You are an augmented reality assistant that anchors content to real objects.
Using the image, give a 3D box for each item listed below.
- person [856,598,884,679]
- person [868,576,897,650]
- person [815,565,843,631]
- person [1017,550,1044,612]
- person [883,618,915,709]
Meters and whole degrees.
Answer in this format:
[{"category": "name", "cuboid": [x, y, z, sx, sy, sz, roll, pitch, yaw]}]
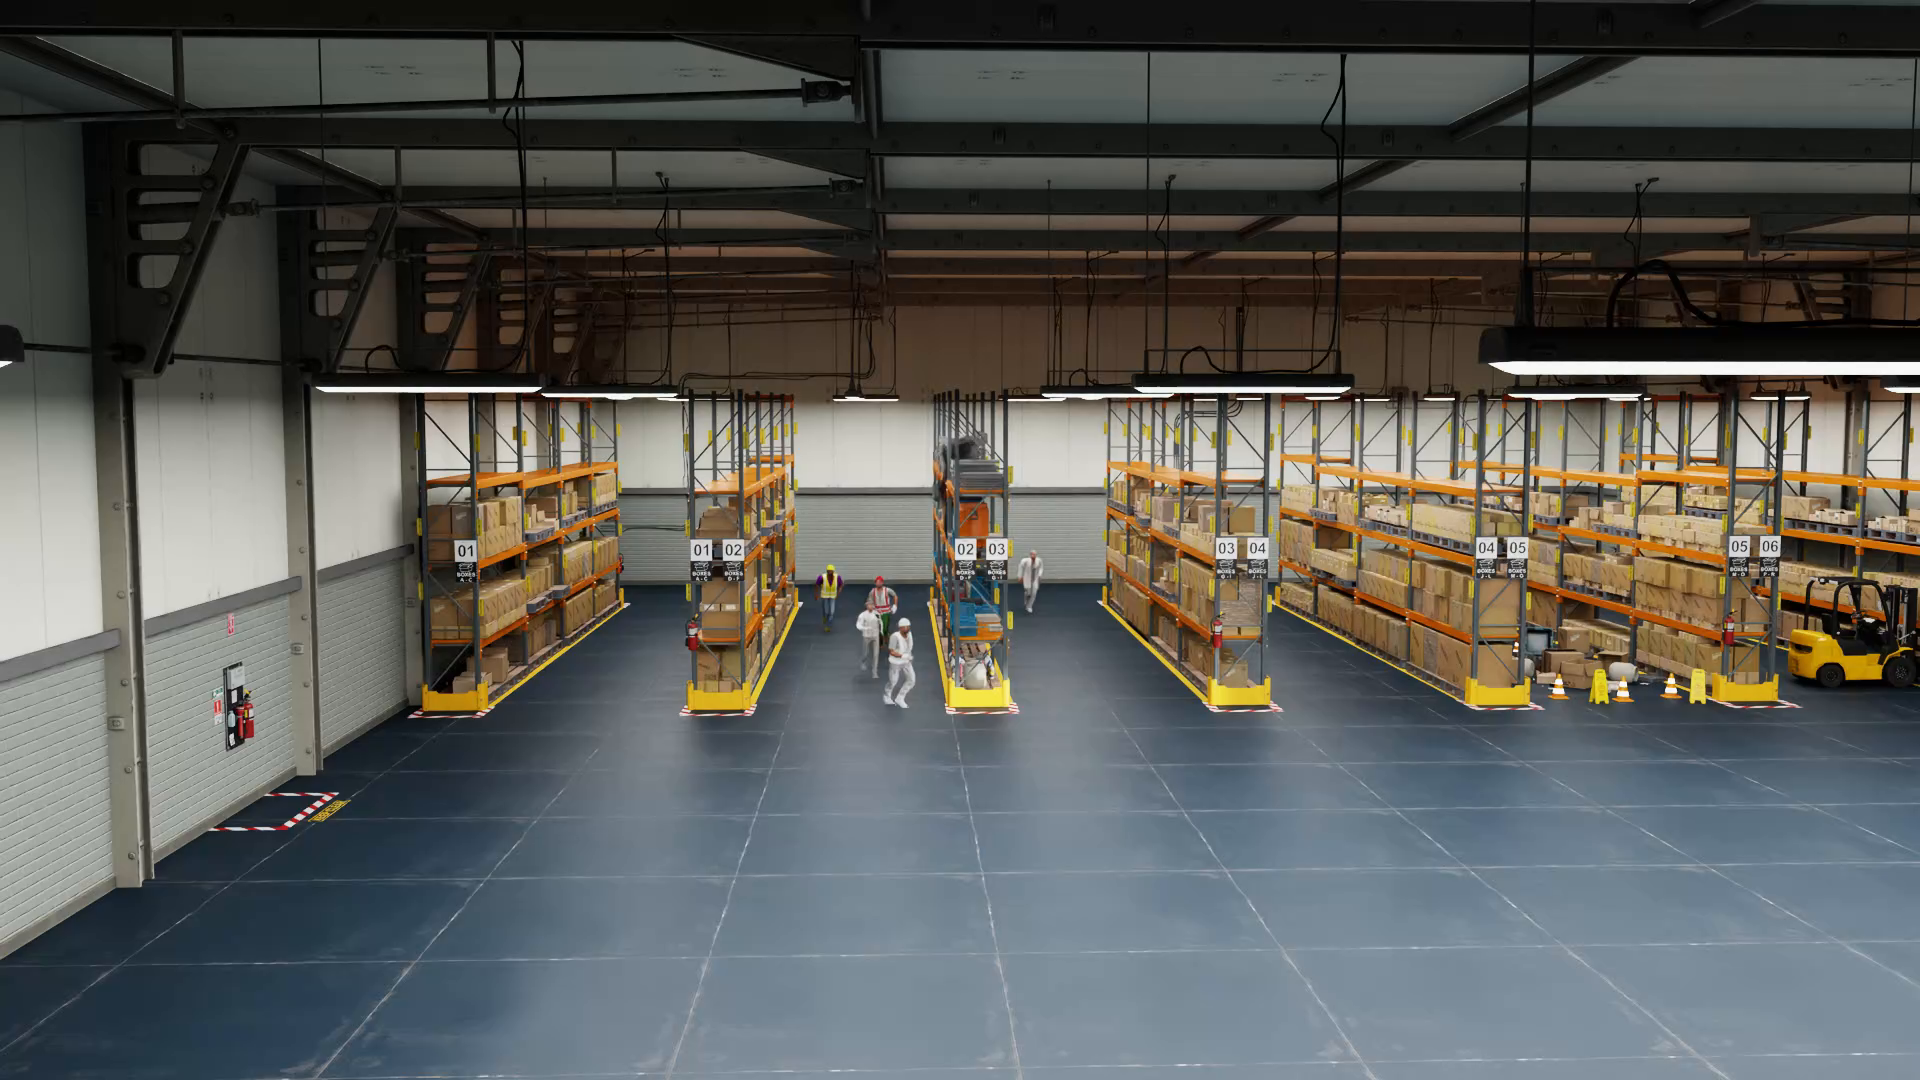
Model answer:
[{"category": "person", "cuboid": [-1.873, 2.036, 34.868, 0.619, 1.666, 0.870, -1, 5, -17]}, {"category": "person", "cuboid": [-1.820, 1.706, 38.635, 0.680, 1.734, 0.659, 1, 5, 7]}, {"category": "person", "cuboid": [-3.315, 1.455, 42.049, 0.698, 1.694, 0.701, -2, 5, -18]}, {"category": "person", "cuboid": [1.953, 1.117, 46.087, 0.707, 1.712, 0.712, -2, 5, -20]}, {"category": "person", "cuboid": [-1.158, 2.313, 31.287, 0.658, 1.744, 0.791, -4, 6, -39]}]
